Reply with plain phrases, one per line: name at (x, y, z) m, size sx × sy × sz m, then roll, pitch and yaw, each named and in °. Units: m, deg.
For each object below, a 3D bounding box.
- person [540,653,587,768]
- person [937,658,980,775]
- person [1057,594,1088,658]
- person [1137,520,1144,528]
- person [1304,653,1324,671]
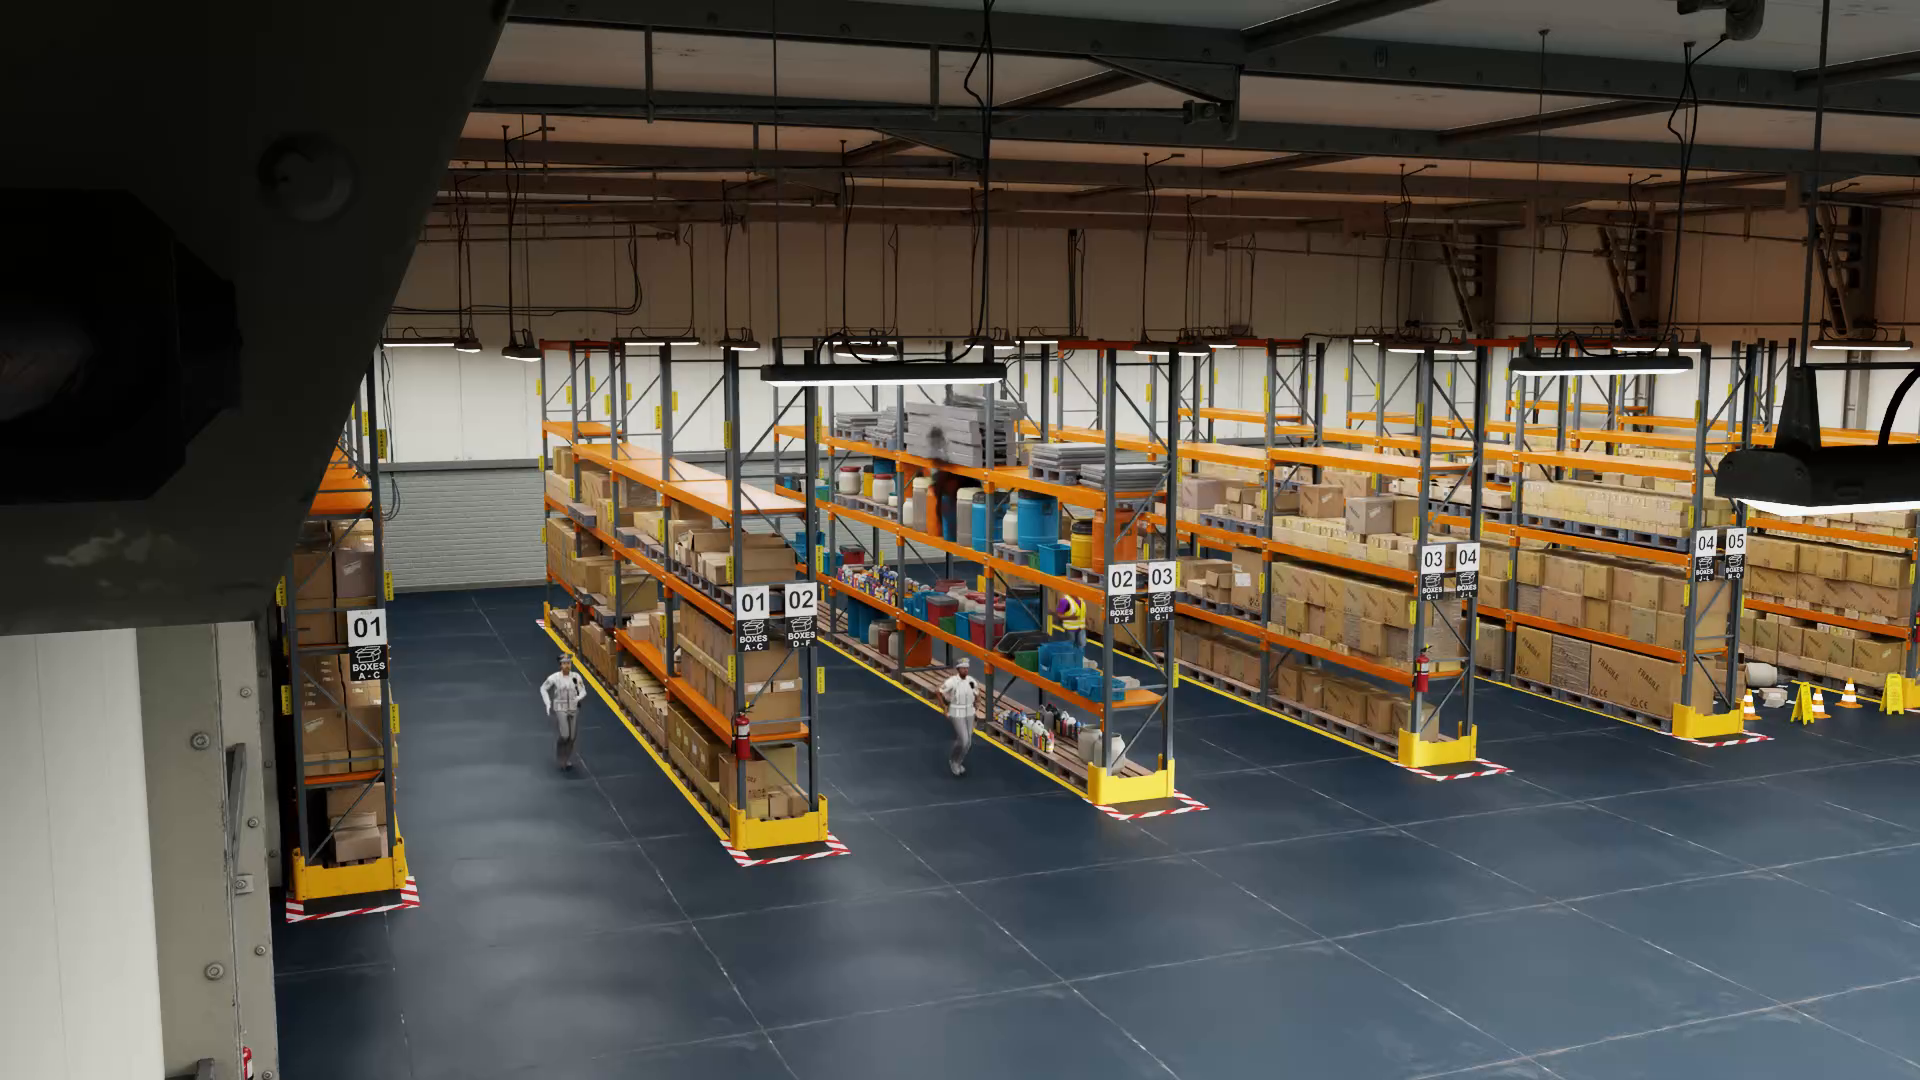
person at (-5.590, 2.429, 23.619) m, size 0.593 × 1.660 × 0.624 m, roll -4°, pitch 9°, yaw -30°
person at (0.038, 2.471, 23.293) m, size 0.550 × 1.669 × 0.646 m, roll -4°, pitch 9°, yaw -30°
person at (2.039, 1.576, 29.599) m, size 0.703 × 1.739 × 1.007 m, roll -5°, pitch 9°, yaw -34°
person at (4.168, 0.395, 39.200) m, size 0.765 × 1.729 × 0.593 m, roll 1°, pitch 7°, yaw 5°
person at (6.510, 1.518, 30.386) m, size 0.694 × 1.772 × 0.810 m, roll -3°, pitch 8°, yaw -21°
